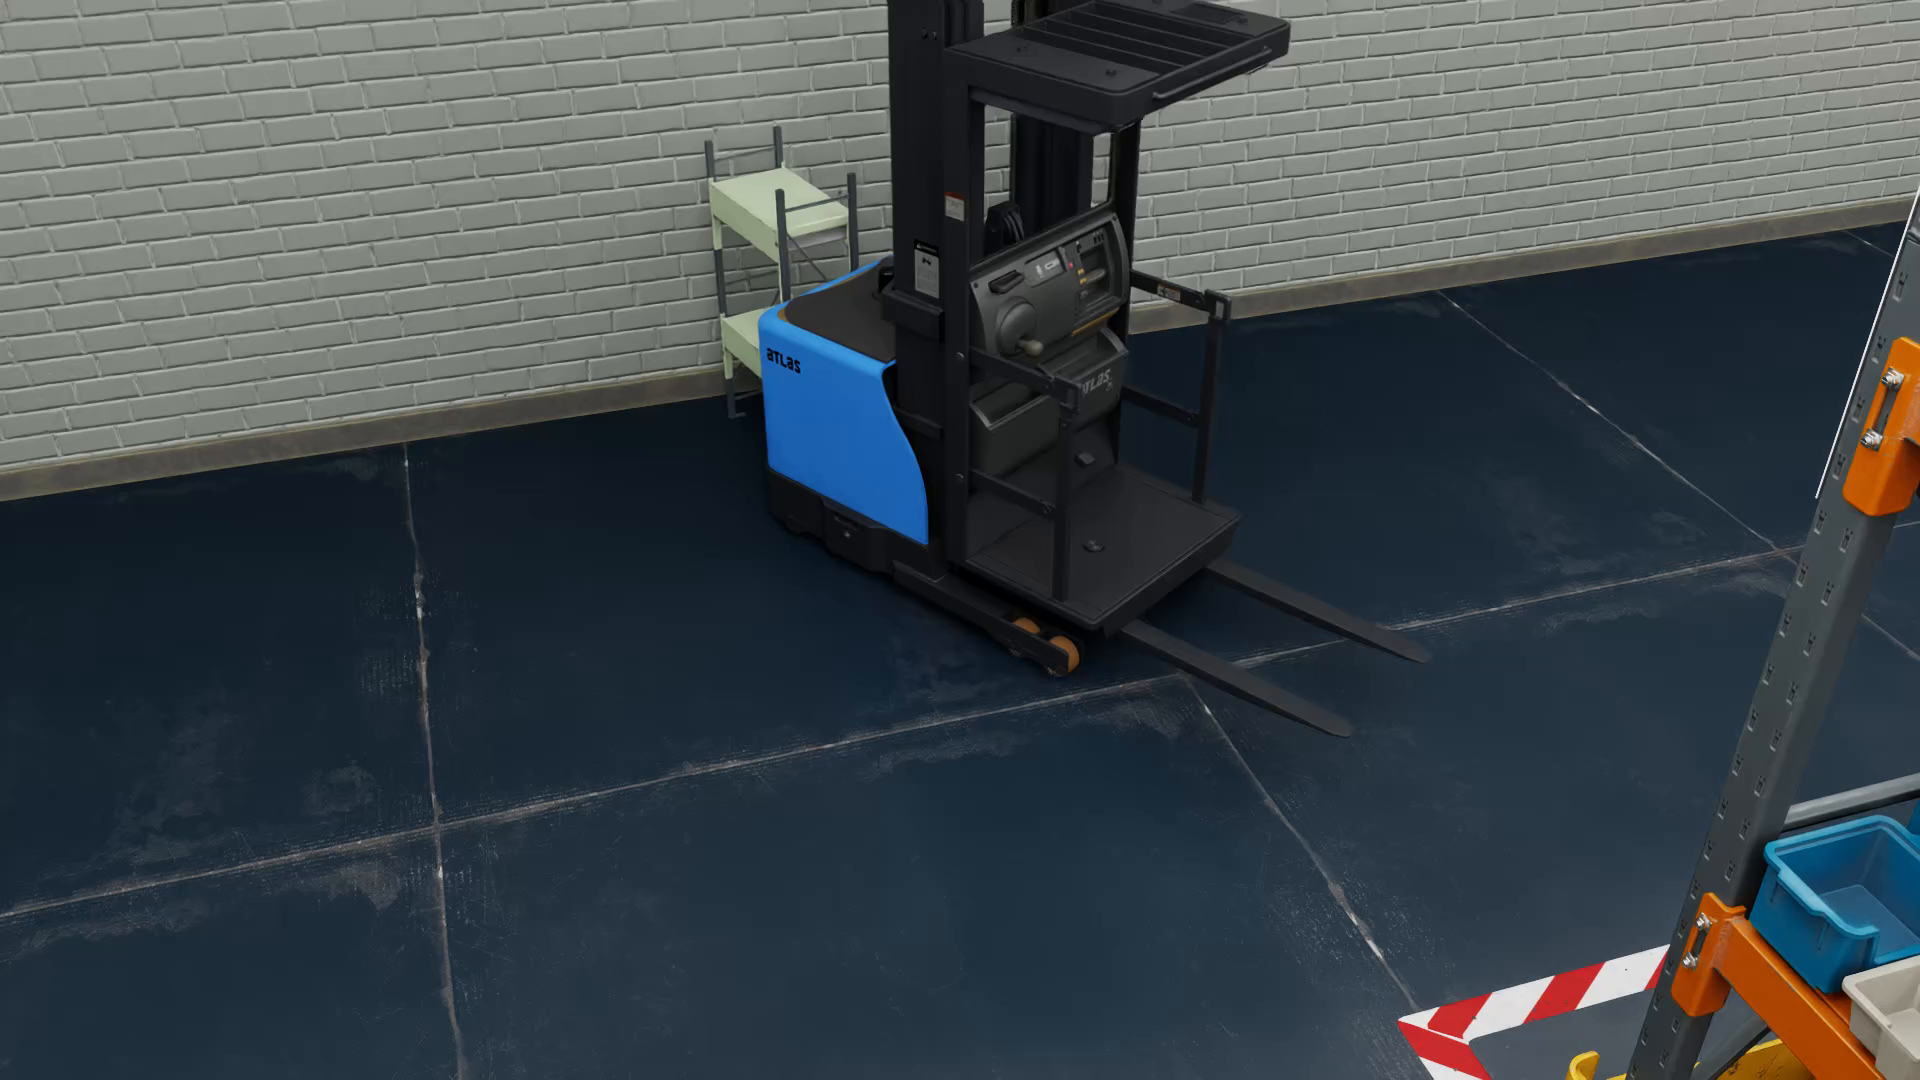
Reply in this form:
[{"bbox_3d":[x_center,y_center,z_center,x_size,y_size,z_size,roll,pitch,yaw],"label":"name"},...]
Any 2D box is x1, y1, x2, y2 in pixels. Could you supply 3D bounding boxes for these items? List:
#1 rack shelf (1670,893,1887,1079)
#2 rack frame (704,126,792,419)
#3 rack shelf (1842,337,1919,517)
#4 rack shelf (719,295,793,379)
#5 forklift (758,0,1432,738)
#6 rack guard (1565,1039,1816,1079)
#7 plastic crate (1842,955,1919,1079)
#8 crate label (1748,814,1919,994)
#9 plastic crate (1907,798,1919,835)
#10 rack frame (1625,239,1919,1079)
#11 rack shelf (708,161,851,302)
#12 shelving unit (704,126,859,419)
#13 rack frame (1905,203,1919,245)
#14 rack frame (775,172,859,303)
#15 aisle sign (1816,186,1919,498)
[{"bbox_3d":[2.915,1.972,2.698,1.077,0.370,4.000,-10,35,-15],"label":"rack shelf"},{"bbox_3d":[-1.041,-1.323,8.392,0.400,1.500,0.023,-19,38,-27],"label":"rack frame"},{"bbox_3d":[2.915,0.720,1.871,1.077,0.370,4.000,-10,35,-15],"label":"rack shelf"},{"bbox_3d":[-0.844,-0.881,8.315,0.431,0.370,0.720,-19,38,-27],"label":"rack shelf"},{"bbox_3d":[0.531,-0.986,6.583,3.031,2.935,1.130,26,41,33],"label":"forklift"},{"bbox_3d":[2.285,1.654,4.793,1.175,0.500,0.348,-10,35,-15],"label":"rack guard"},{"bbox_3d":[2.086,1.074,3.589,0.250,0.136,0.298,-10,35,-15],"label":"plastic crate"},{"bbox_3d":[2.067,0.852,3.838,0.416,0.233,0.303,-10,35,-15],"label":"crate label"},{"bbox_3d":[2.585,0.726,3.843,0.616,0.435,0.499,-10,35,-15],"label":"plastic crate"},{"bbox_3d":[2.305,0.622,4.088,1.000,3.000,0.127,-10,35,-15],"label":"rack frame"},{"bbox_3d":[-0.844,-1.479,7.920,0.431,0.370,0.720,-19,38,-27],"label":"rack shelf"},{"bbox_3d":[-0.844,-1.153,8.135,0.431,1.500,0.755,-19,38,-27],"label":"shelving unit"},{"bbox_3d":[2.305,-1.881,2.434,1.000,3.000,0.127,-10,35,-15],"label":"rack frame"},{"bbox_3d":[-0.647,-0.983,7.878,0.400,1.500,0.023,-19,38,-27],"label":"rack frame"},{"bbox_3d":[2.000,-0.451,3.353,0.394,0.787,0.004,-10,35,-15],"label":"aisle sign"}]
